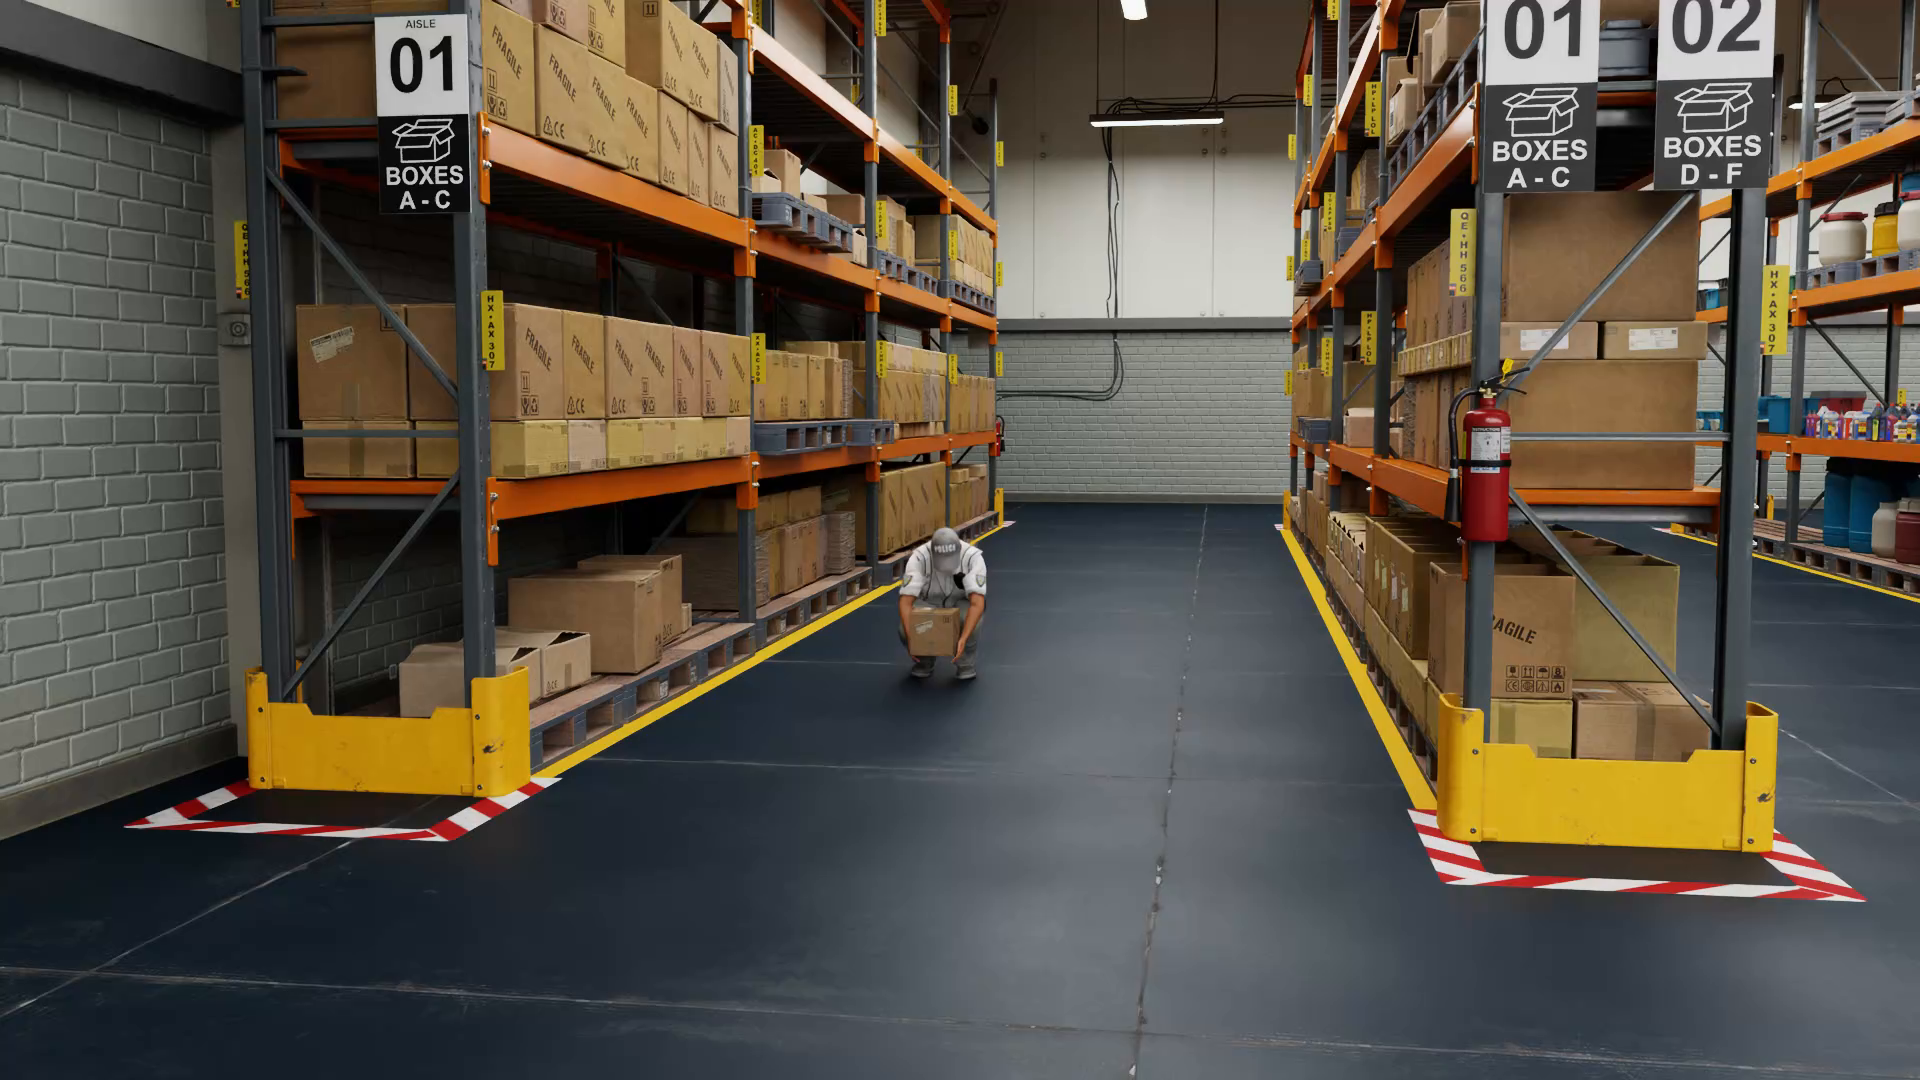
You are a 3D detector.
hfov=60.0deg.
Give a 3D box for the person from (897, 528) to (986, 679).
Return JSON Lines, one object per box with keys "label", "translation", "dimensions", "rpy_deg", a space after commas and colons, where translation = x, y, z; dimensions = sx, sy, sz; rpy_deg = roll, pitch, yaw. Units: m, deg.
{"label": "person", "translation": [-0.090, 0.370, 9.950], "dimensions": [0.536, 0.930, 0.852], "rpy_deg": [1, 5, 9]}
